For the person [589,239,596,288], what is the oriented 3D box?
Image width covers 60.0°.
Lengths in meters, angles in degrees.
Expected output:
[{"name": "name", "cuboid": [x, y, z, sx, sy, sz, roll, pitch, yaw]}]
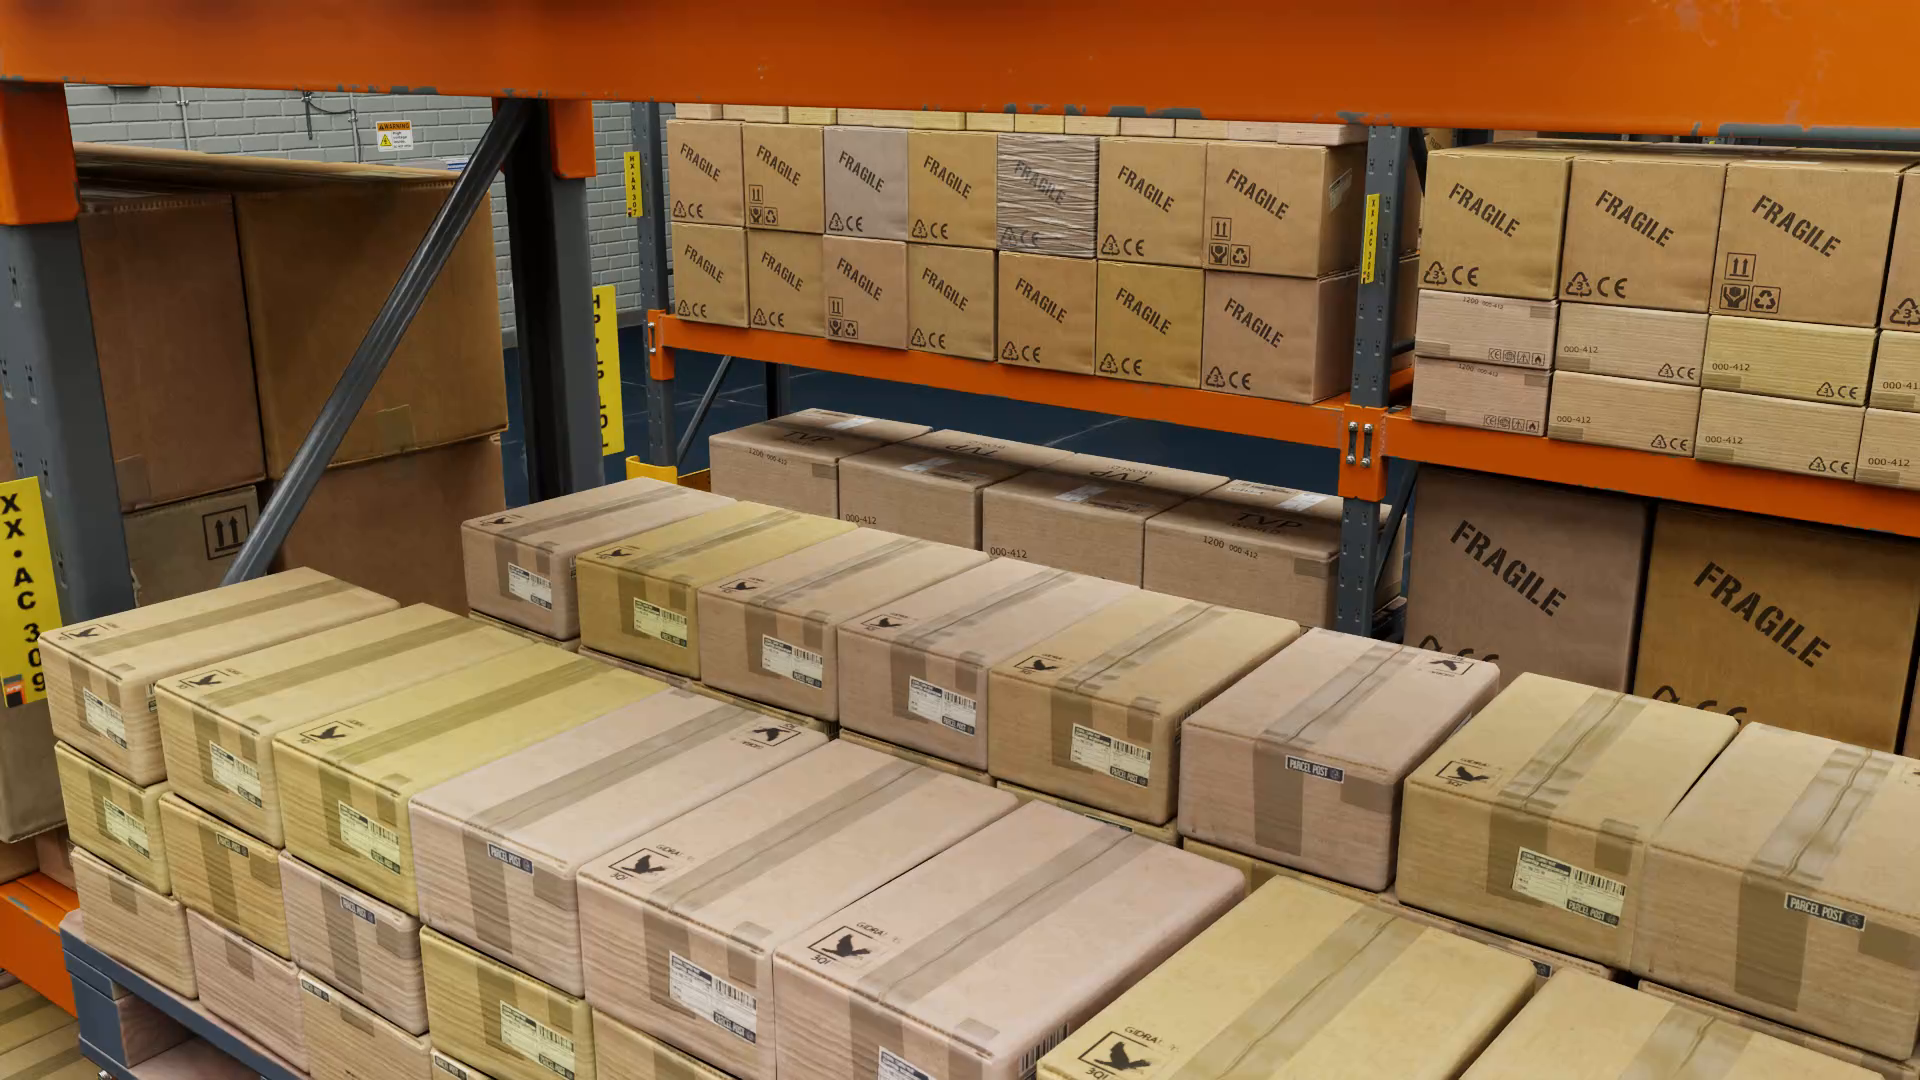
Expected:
[{"name": "person", "cuboid": [-2.359, -1.057, 10.041, 0.474, 1.624, 0.463, 15, 22, 41]}]
